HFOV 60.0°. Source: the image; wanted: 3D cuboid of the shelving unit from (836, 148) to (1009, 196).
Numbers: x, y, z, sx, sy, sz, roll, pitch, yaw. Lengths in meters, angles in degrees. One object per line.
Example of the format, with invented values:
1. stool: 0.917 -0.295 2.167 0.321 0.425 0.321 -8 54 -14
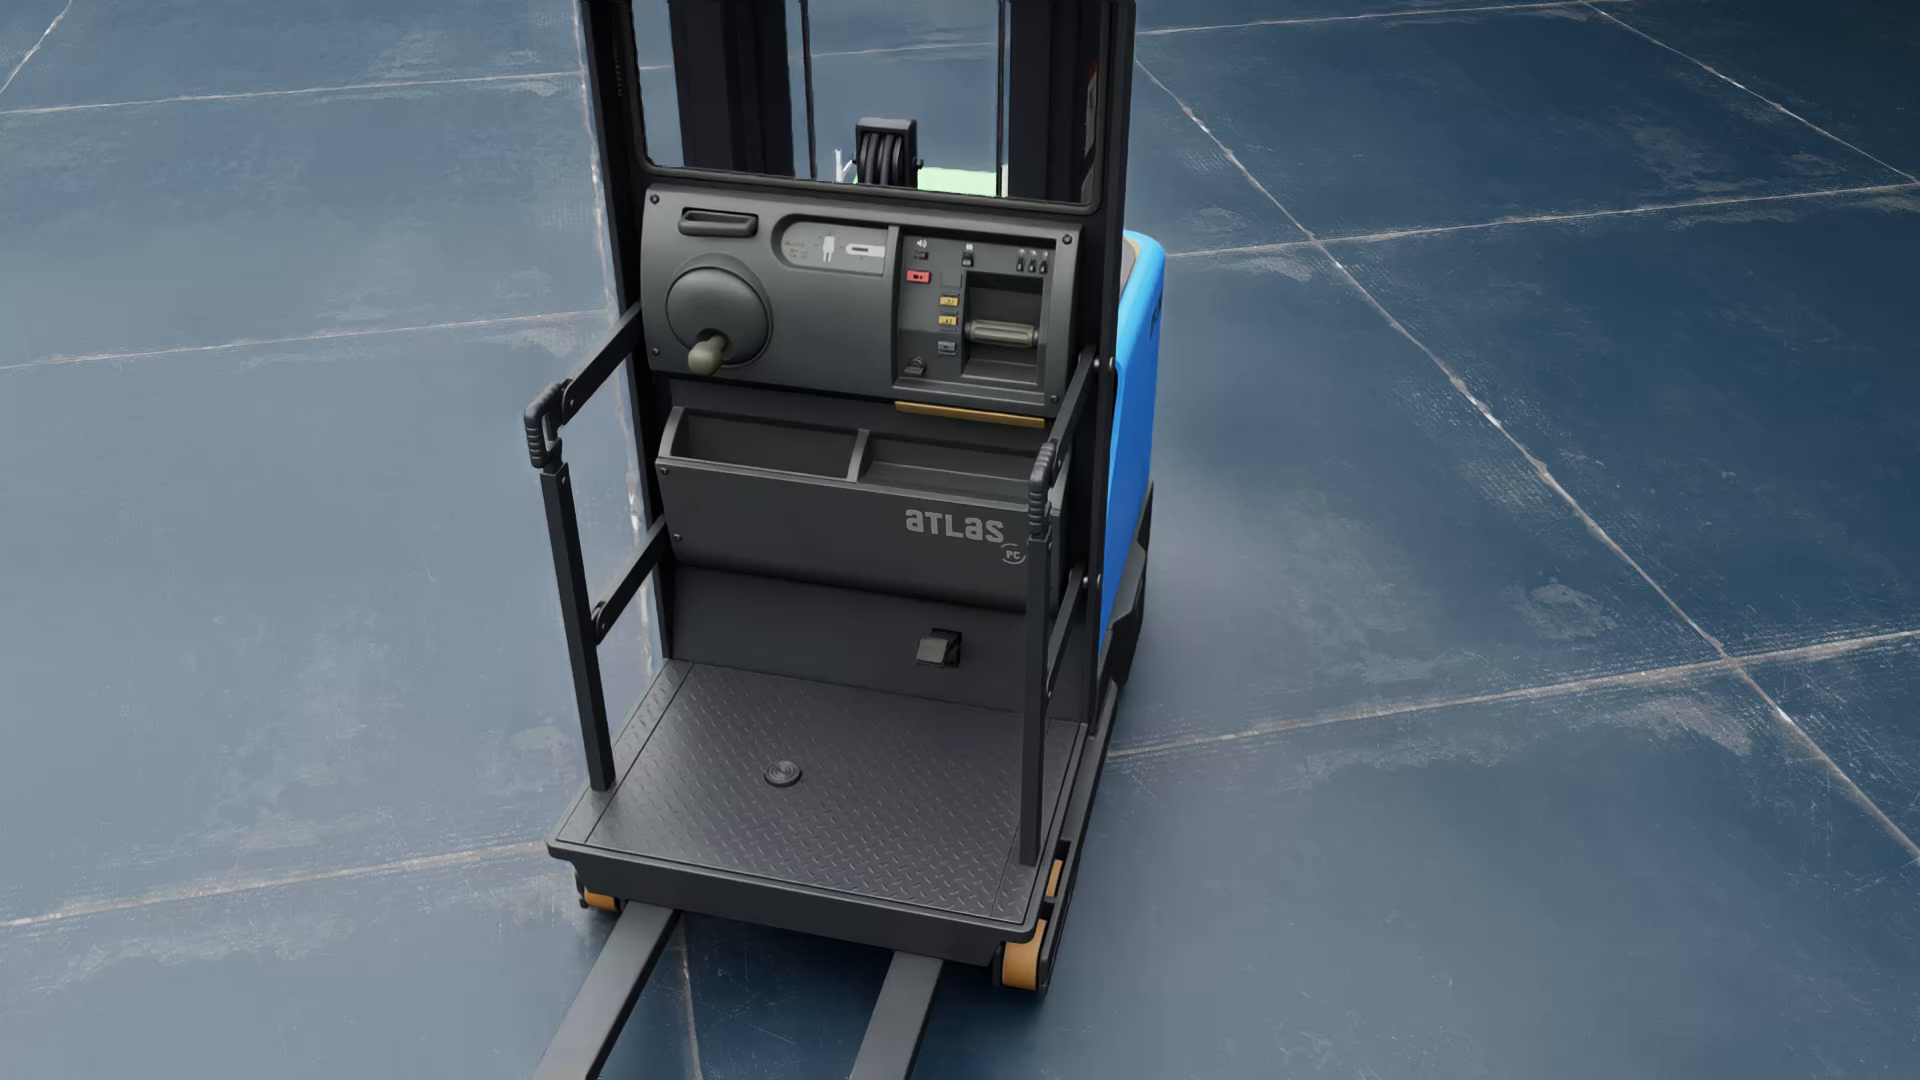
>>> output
1. shelving unit: -0.083 -0.651 5.143 0.503 1.200 0.258 7 35 11

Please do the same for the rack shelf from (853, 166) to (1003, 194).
1. rack shelf: -0.083 -0.996 4.911 0.480 0.148 0.258 7 35 11

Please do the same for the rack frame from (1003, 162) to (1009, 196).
1. rack frame: 0.155 -0.619 5.096 0.015 1.200 0.240 7 35 11

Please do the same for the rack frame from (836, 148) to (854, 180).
1. rack frame: -0.321 -0.682 5.189 0.015 1.200 0.240 7 35 11

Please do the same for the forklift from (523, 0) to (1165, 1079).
1. forklift: -0.268 -0.443 3.280 1.130 2.935 3.031 8 35 11
